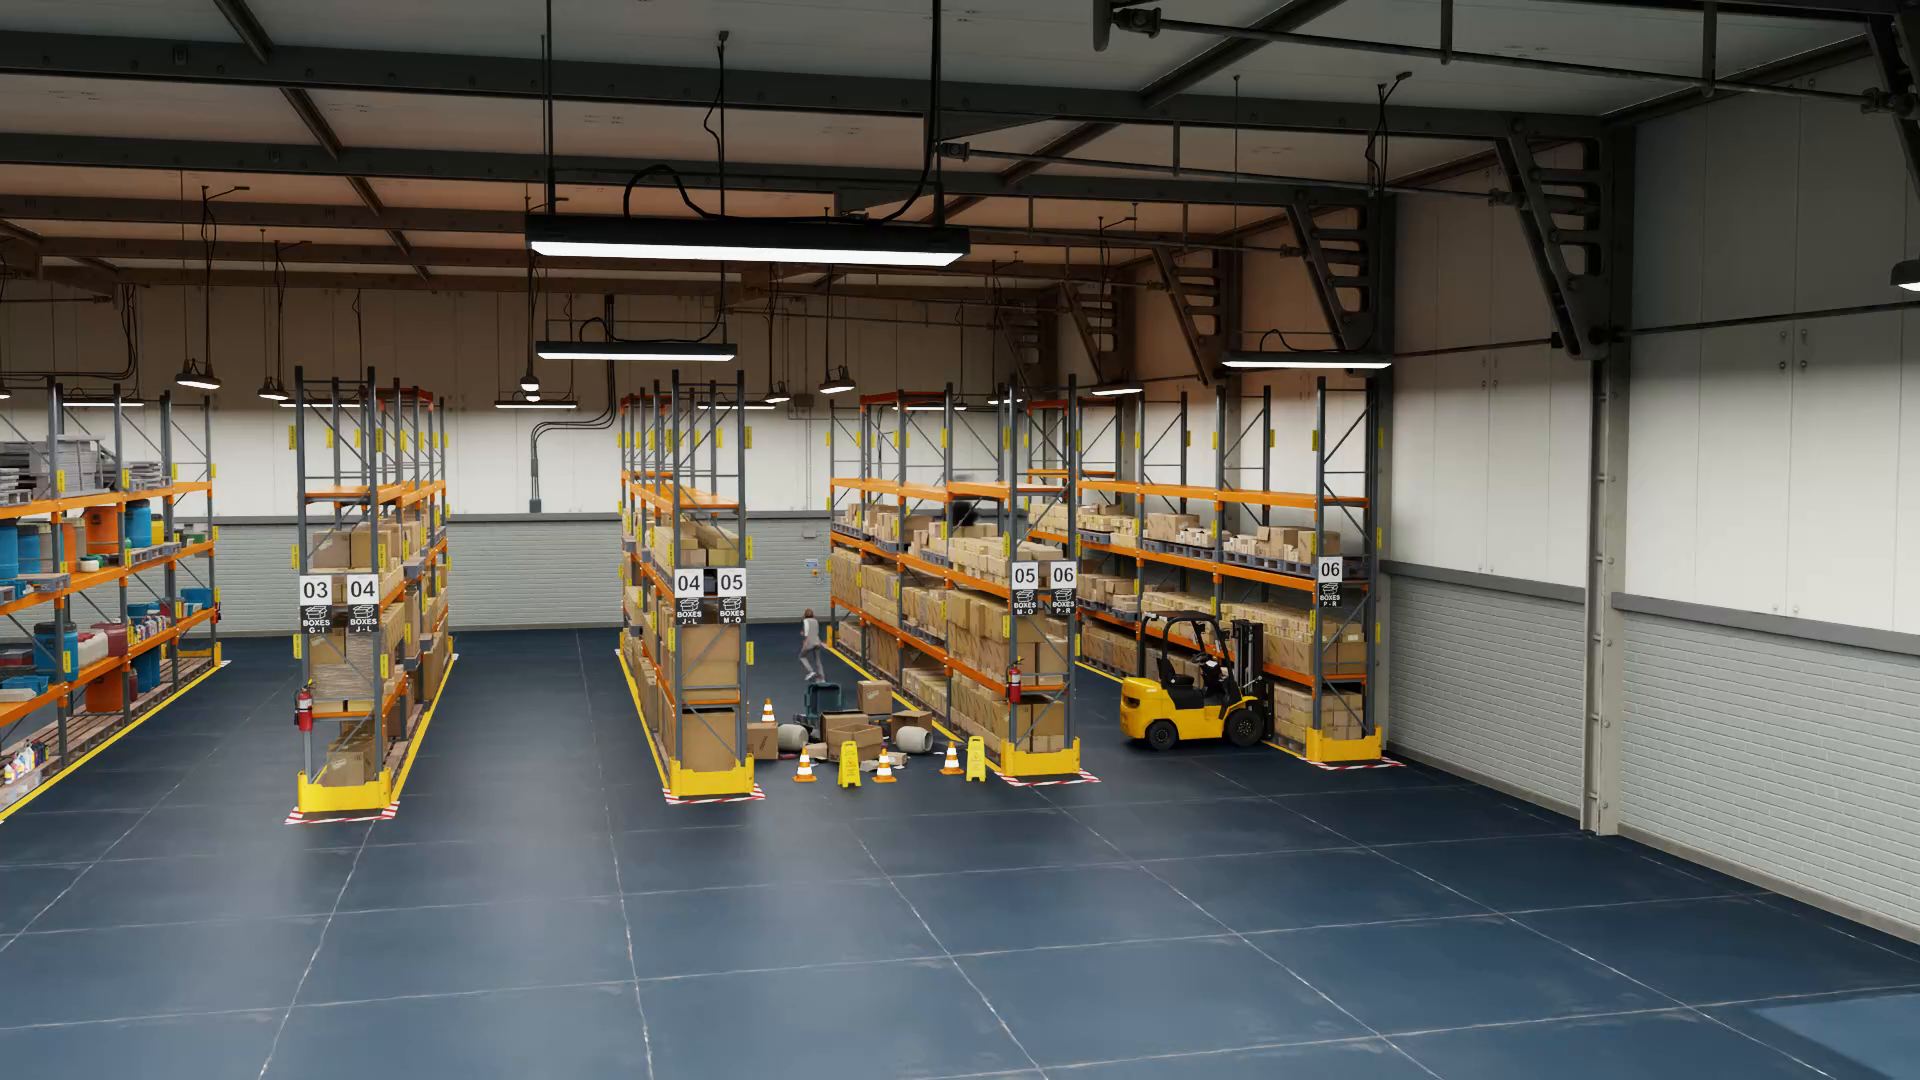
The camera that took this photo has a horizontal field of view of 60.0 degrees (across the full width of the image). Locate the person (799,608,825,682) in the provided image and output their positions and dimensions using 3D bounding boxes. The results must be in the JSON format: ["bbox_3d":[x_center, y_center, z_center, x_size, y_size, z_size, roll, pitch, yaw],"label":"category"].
[{"bbox_3d":[-3.094,2.177,34.504,0.536,1.496,0.865,-3,4,-40],"label":"person"}]
